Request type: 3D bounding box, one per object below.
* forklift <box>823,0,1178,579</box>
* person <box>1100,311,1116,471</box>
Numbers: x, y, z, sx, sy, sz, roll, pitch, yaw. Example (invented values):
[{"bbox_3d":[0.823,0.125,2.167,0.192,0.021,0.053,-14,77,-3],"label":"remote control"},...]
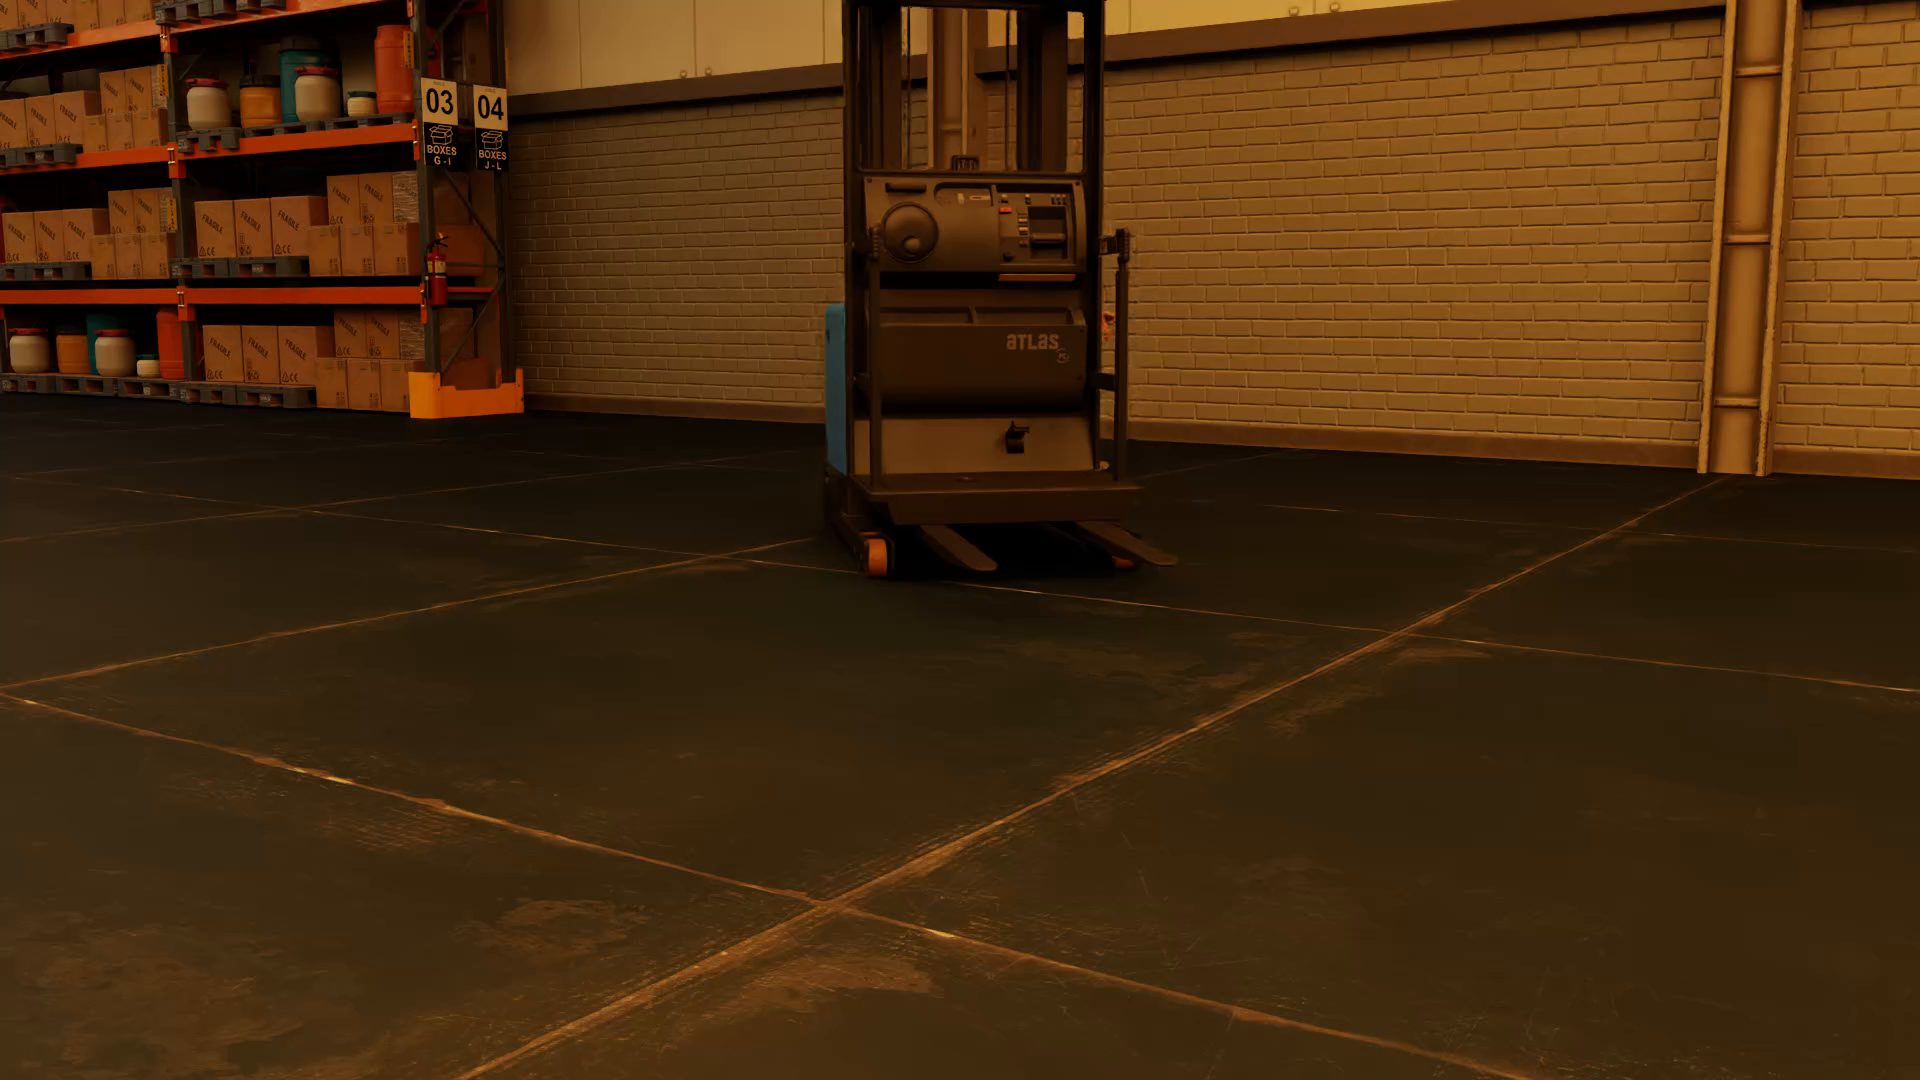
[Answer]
[{"bbox_3d":[0.107,-1.353,6.705,1.130,2.935,3.031,-2,8,-10],"label":"forklift"},{"bbox_3d":[0.736,-1.276,10.633,0.797,1.677,0.876,-2,8,-15],"label":"person"}]
